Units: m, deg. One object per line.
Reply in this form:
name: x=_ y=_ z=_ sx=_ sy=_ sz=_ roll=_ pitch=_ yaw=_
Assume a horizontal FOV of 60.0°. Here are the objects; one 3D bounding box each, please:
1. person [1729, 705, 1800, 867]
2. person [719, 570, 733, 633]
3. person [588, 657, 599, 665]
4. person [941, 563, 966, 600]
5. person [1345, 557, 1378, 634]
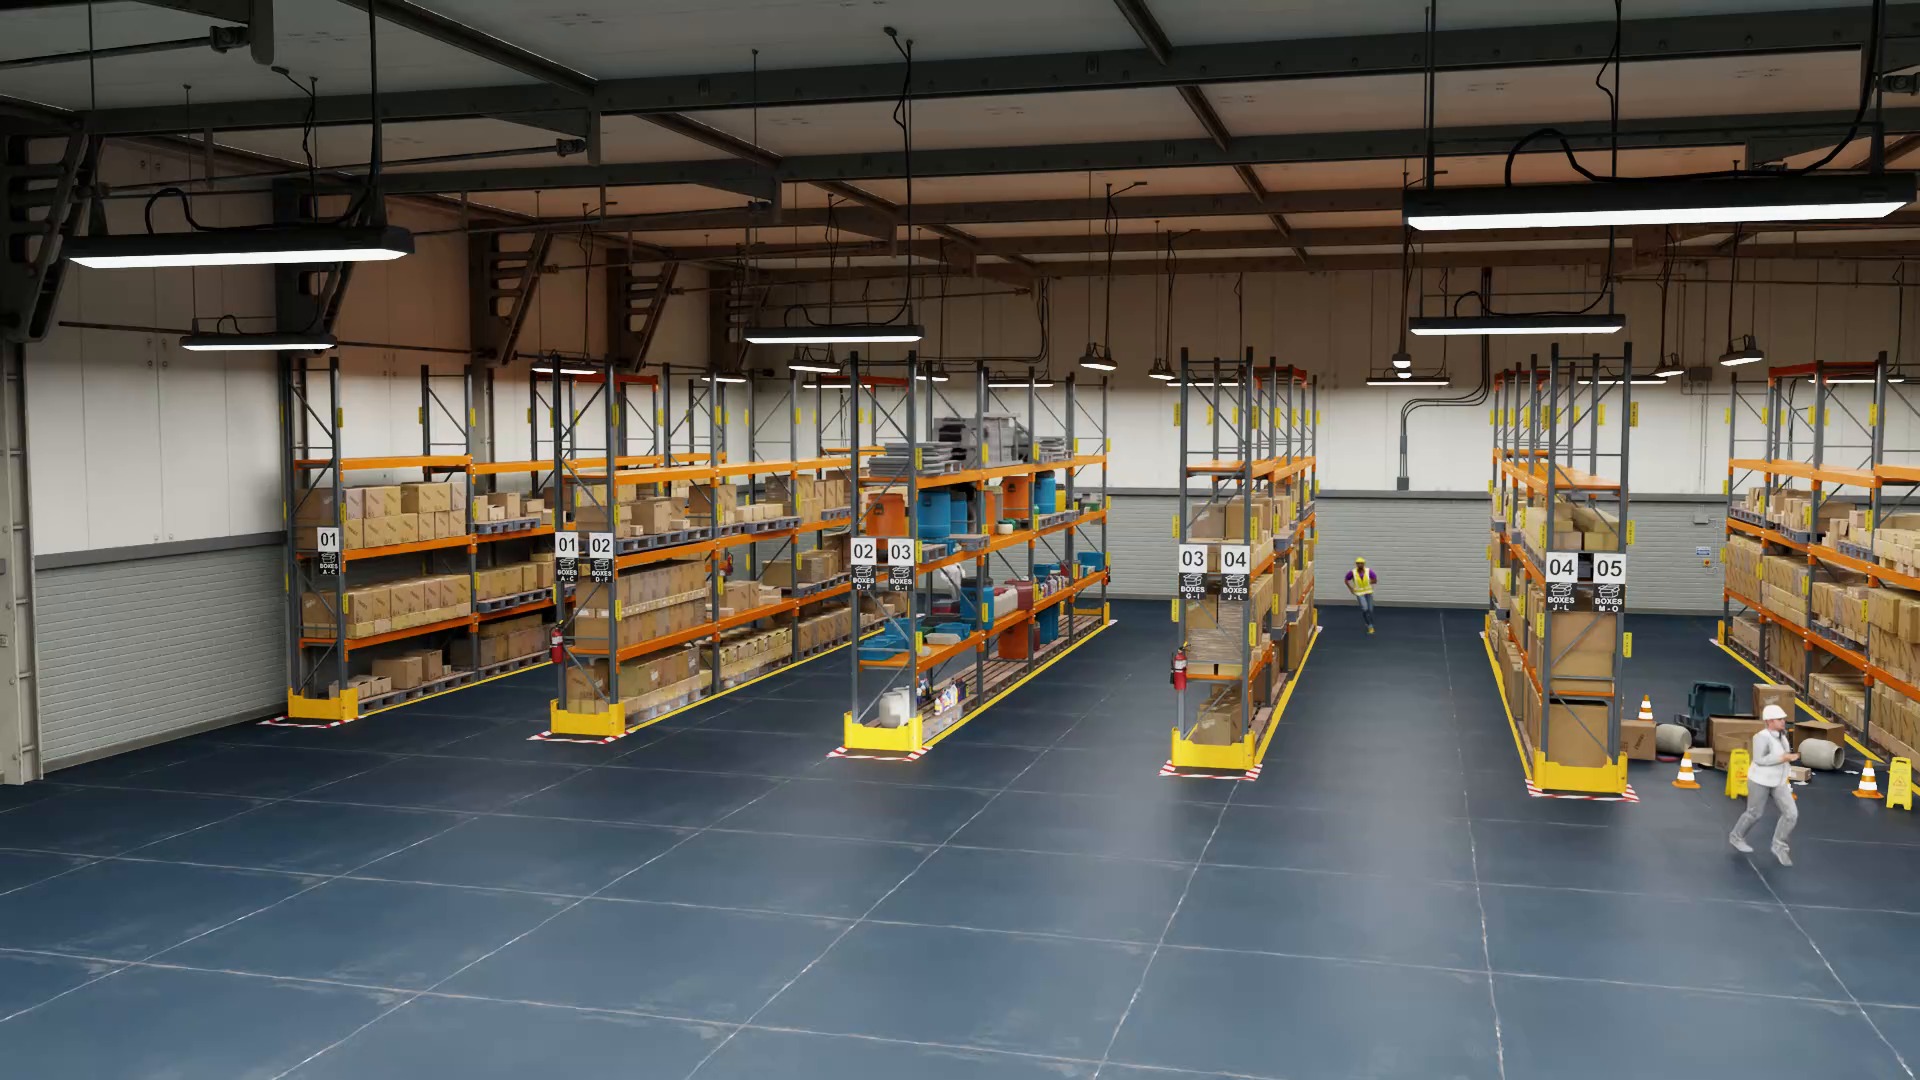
person: x=9.074 y=2.755 z=18.727 sx=0.625 sy=1.843 sz=0.830 roll=-2 pitch=5 yaw=-26
person: x=-5.229 y=1.496 z=36.608 sx=0.629 sy=1.662 sz=0.499 roll=1 pitch=4 yaw=11
person: x=-6.456 y=1.950 z=29.658 sx=0.648 sy=1.756 sz=0.613 roll=1 pitch=4 yaw=8
person: x=-0.158 y=1.124 z=41.725 sx=0.661 sy=1.648 sz=0.751 roll=-1 pitch=4 yaw=-20
person: x=9.387 y=1.295 z=38.814 sx=0.701 sy=1.788 sz=0.728 roll=0 pitch=4 yaw=-4
